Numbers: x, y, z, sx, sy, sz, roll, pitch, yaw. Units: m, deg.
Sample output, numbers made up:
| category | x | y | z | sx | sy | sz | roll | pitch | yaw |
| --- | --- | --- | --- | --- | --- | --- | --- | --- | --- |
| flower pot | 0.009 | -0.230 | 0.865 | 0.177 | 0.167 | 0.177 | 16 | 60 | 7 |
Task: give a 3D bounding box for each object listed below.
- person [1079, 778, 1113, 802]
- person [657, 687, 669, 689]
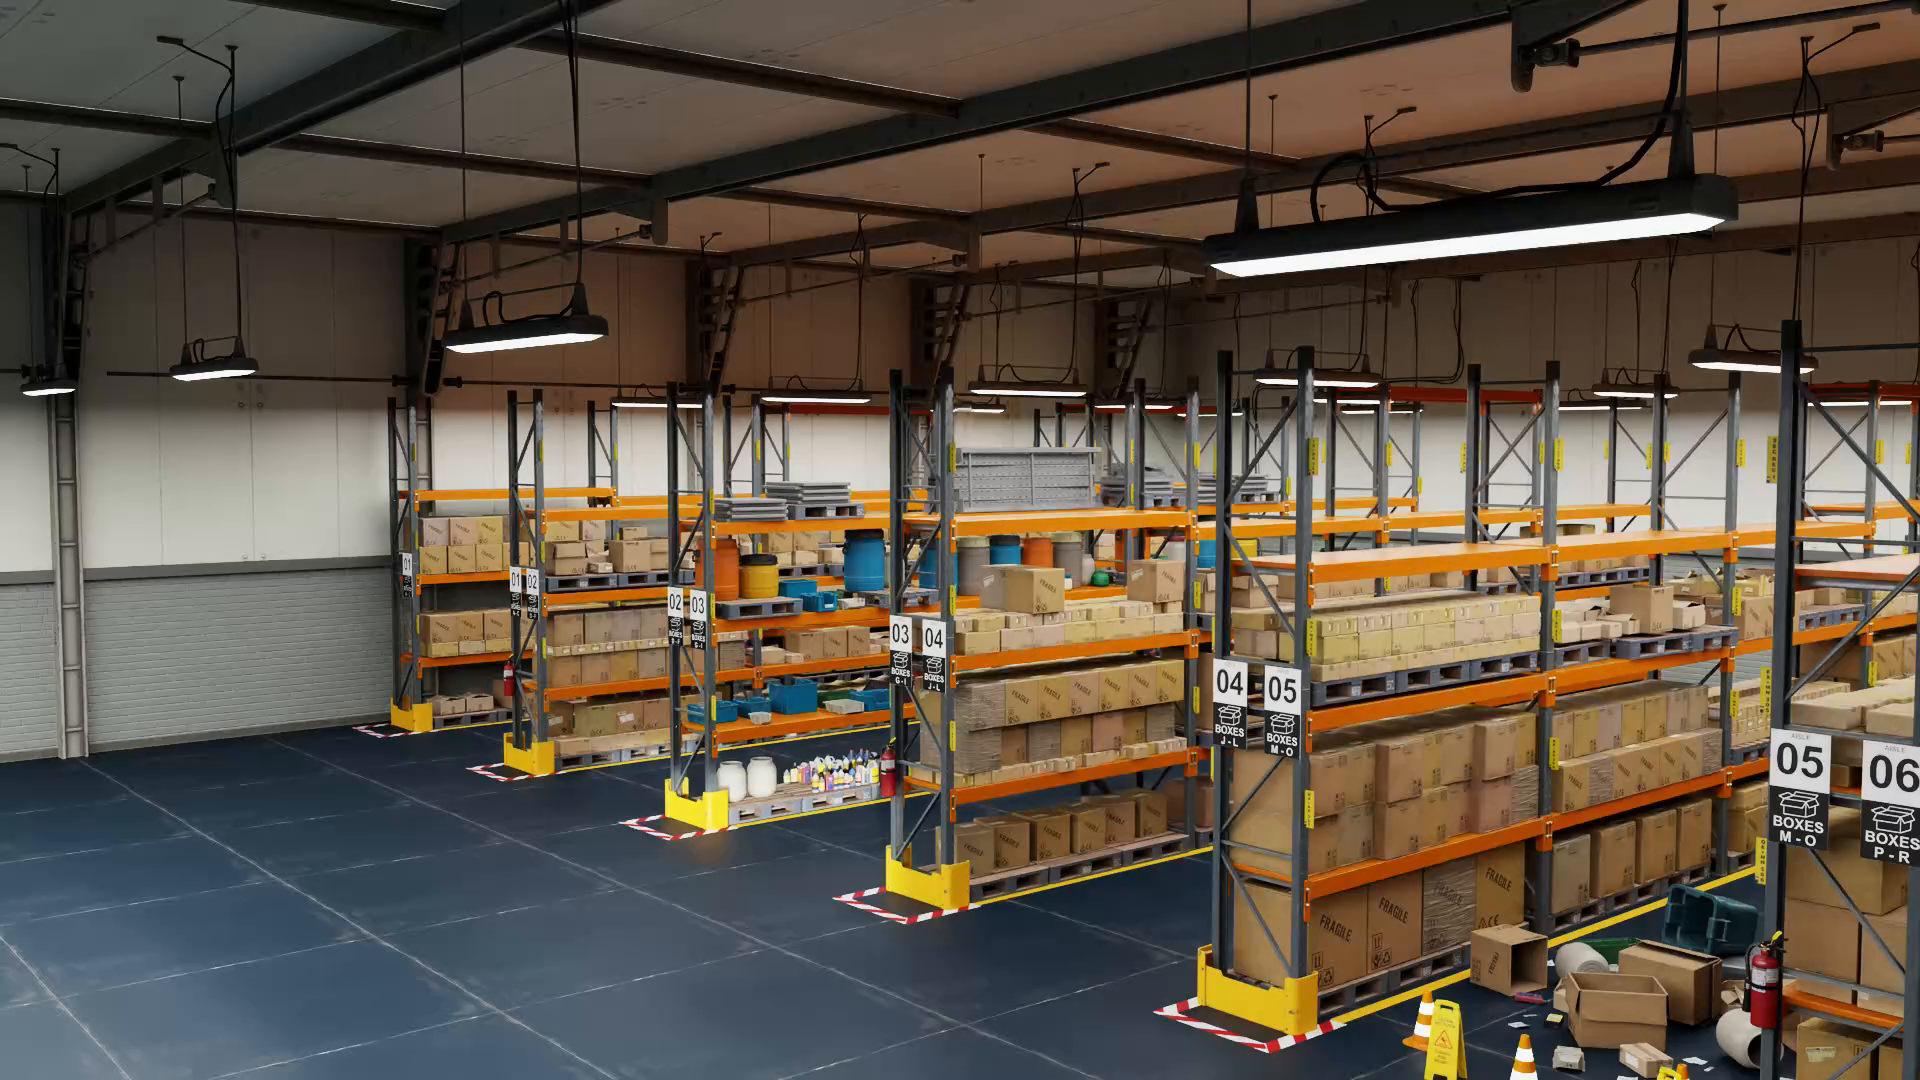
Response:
| category | x | y | z | sx | sy | sz | roll | pitch | yaw |
| --- | --- | --- | --- | --- | --- | --- | --- | --- | --- |
| person | 1.875 | 3.040 | 23.120 | 0.834 | 1.603 | 0.599 | -3 | 4 | -40 |
| person | -5.322 | 2.550 | 30.090 | 0.678 | 1.736 | 0.640 | 3 | 4 | 42 |
